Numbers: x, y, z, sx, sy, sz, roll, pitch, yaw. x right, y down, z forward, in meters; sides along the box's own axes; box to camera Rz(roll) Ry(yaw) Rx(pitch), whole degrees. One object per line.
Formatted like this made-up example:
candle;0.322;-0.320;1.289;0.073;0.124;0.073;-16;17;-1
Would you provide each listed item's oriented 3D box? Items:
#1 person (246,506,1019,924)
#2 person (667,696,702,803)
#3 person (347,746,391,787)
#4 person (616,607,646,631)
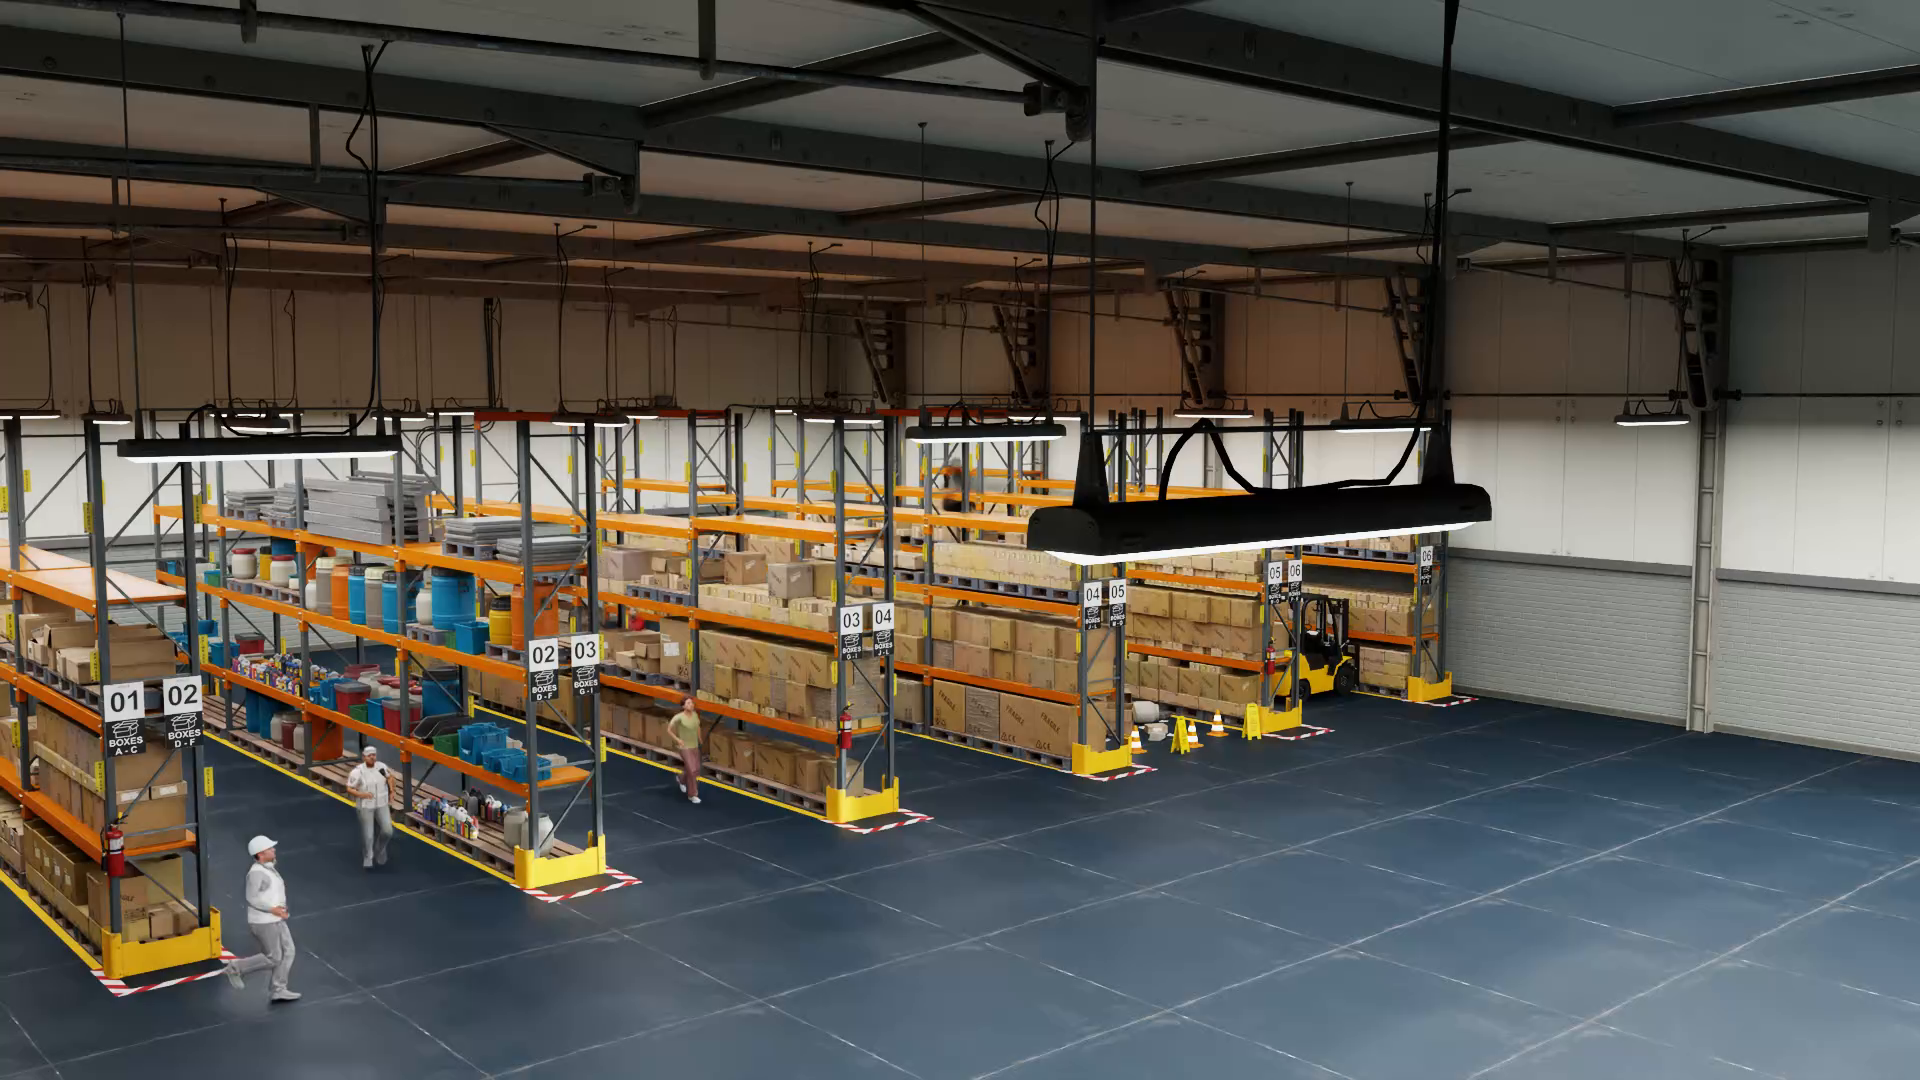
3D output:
person;-2.921;1.555;30.108;12.883;2.566;24.687;-1;5;-9
person;-4.275;3.240;25.902;0.688;1.651;0.588;5;7;45
person;-7.855;3.097;22.147;0.620;0.722;0.372;-4;6;-36
person;-7.190;2.259;36.442;0.802;1.611;0.639;5;7;45
